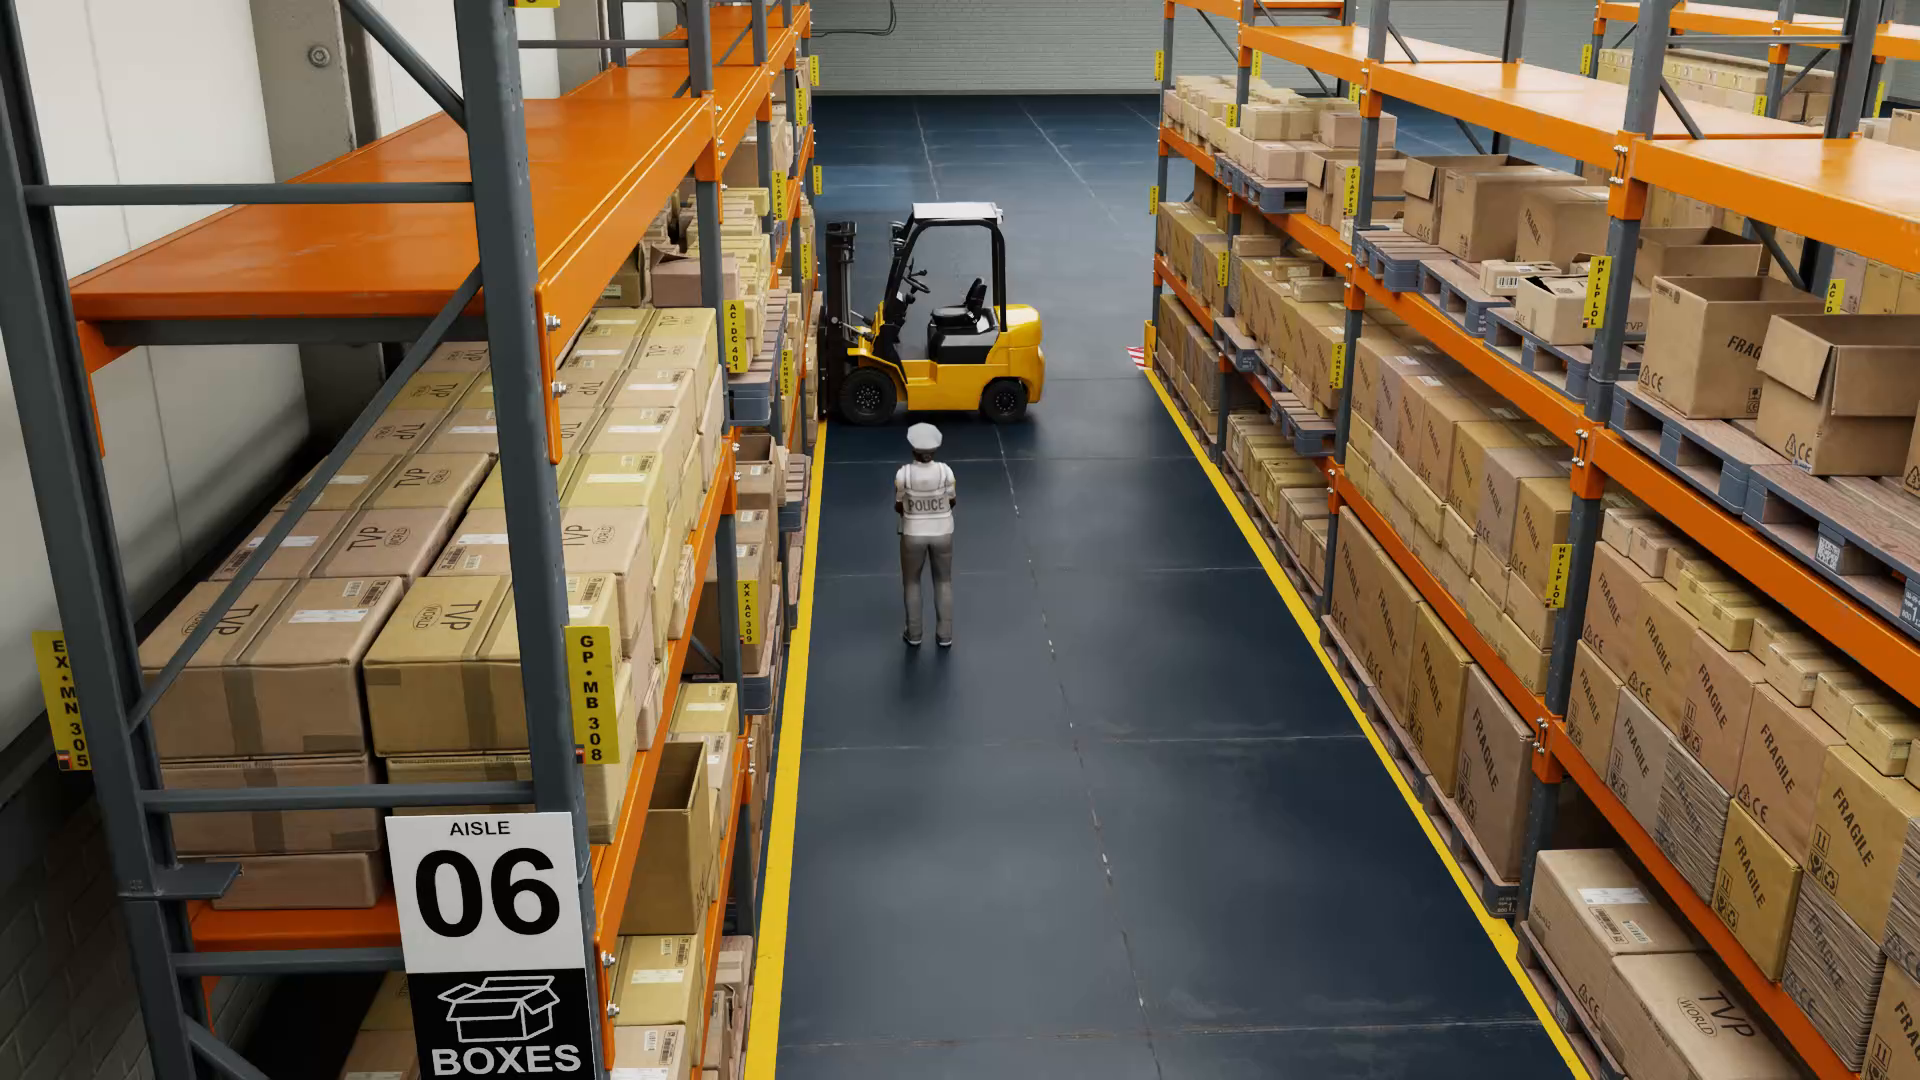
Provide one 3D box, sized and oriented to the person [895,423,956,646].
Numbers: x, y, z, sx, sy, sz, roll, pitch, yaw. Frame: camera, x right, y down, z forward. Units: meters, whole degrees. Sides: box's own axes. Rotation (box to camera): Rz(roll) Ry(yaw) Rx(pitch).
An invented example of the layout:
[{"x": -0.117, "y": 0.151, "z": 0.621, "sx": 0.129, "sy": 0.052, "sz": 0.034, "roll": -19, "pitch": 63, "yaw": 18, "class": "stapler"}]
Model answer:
[{"x": -0.253, "y": -0.057, "z": 12.011, "sx": 0.450, "sy": 1.688, "sz": 0.540, "roll": -3, "pitch": 21, "yaw": -7, "class": "person"}]
